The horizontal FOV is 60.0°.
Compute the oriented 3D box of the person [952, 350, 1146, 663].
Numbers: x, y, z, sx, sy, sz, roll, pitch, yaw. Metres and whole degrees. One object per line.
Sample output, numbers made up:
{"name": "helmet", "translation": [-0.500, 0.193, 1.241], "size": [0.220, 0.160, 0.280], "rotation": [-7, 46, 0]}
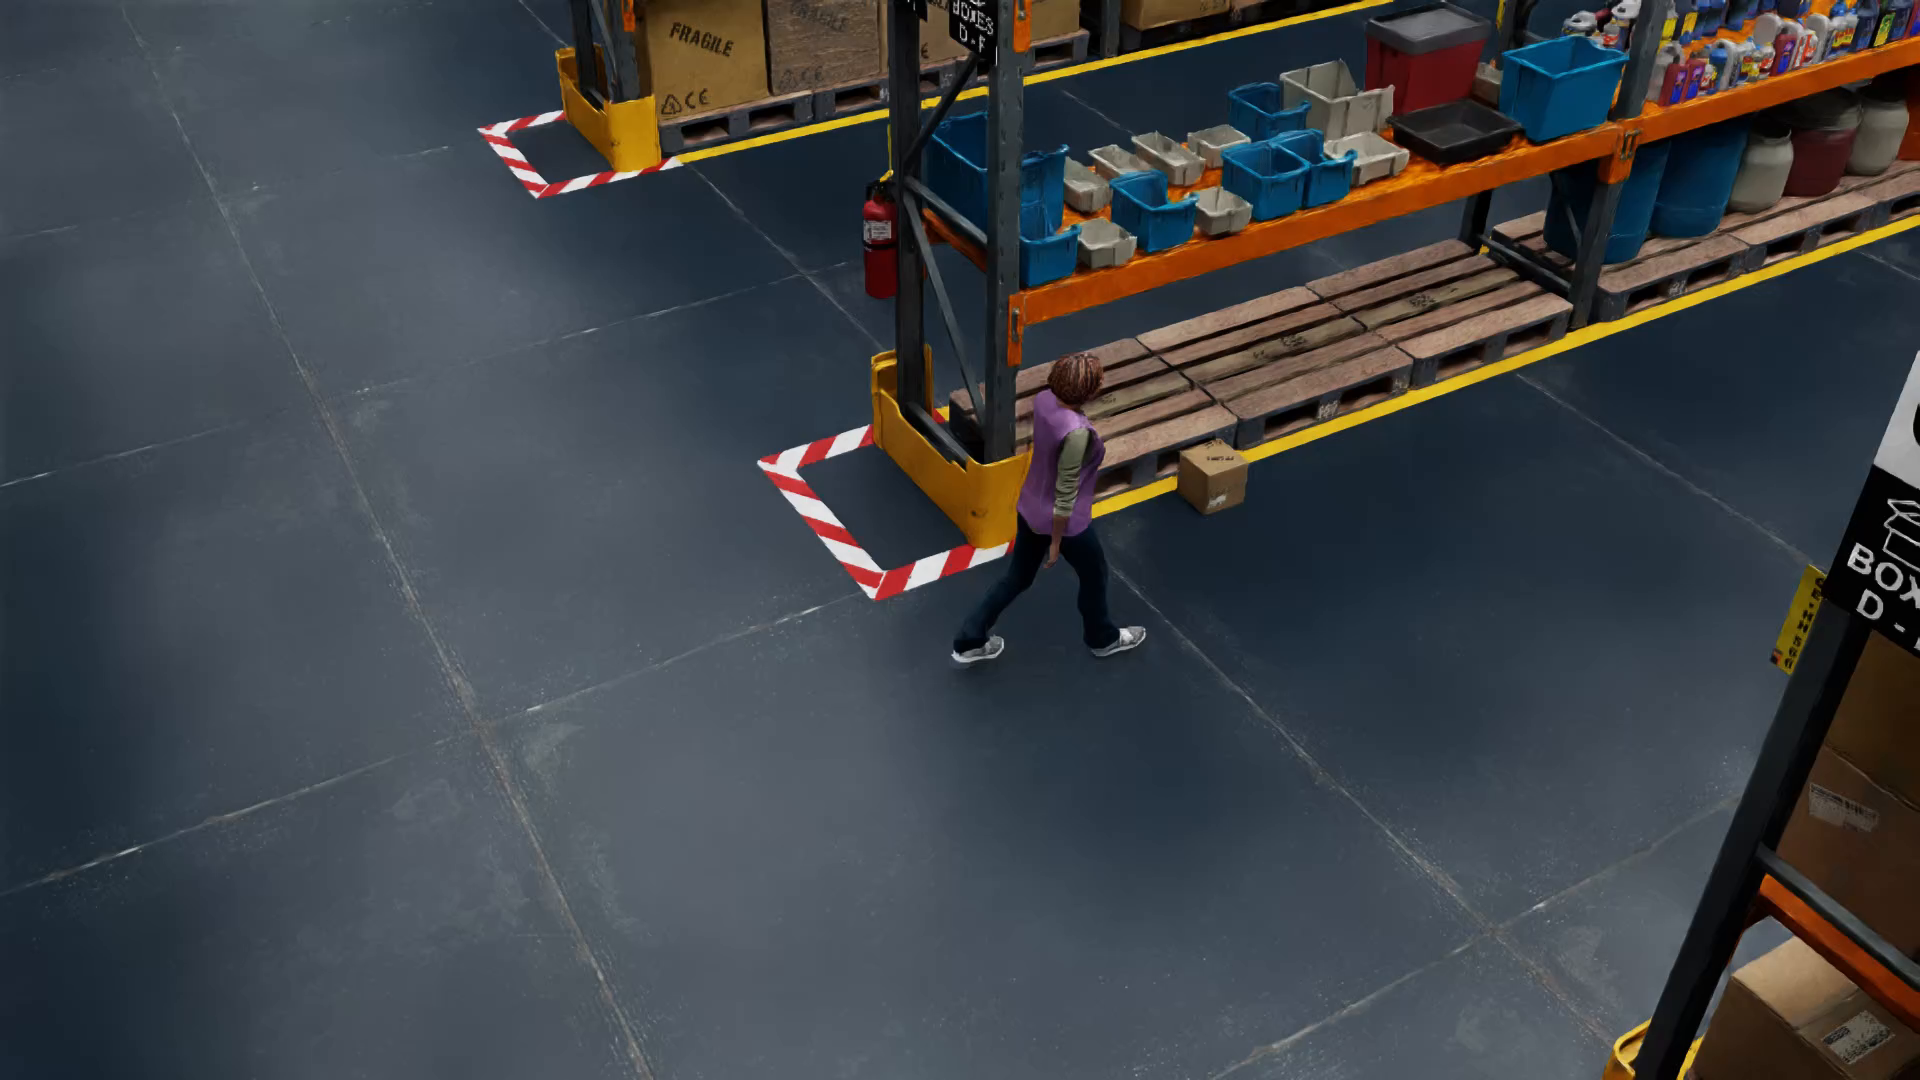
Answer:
{"name": "person", "translation": [0.389, -0.113, 7.078], "size": [0.904, 1.550, 0.426], "rotation": [-16, 40, -20]}
